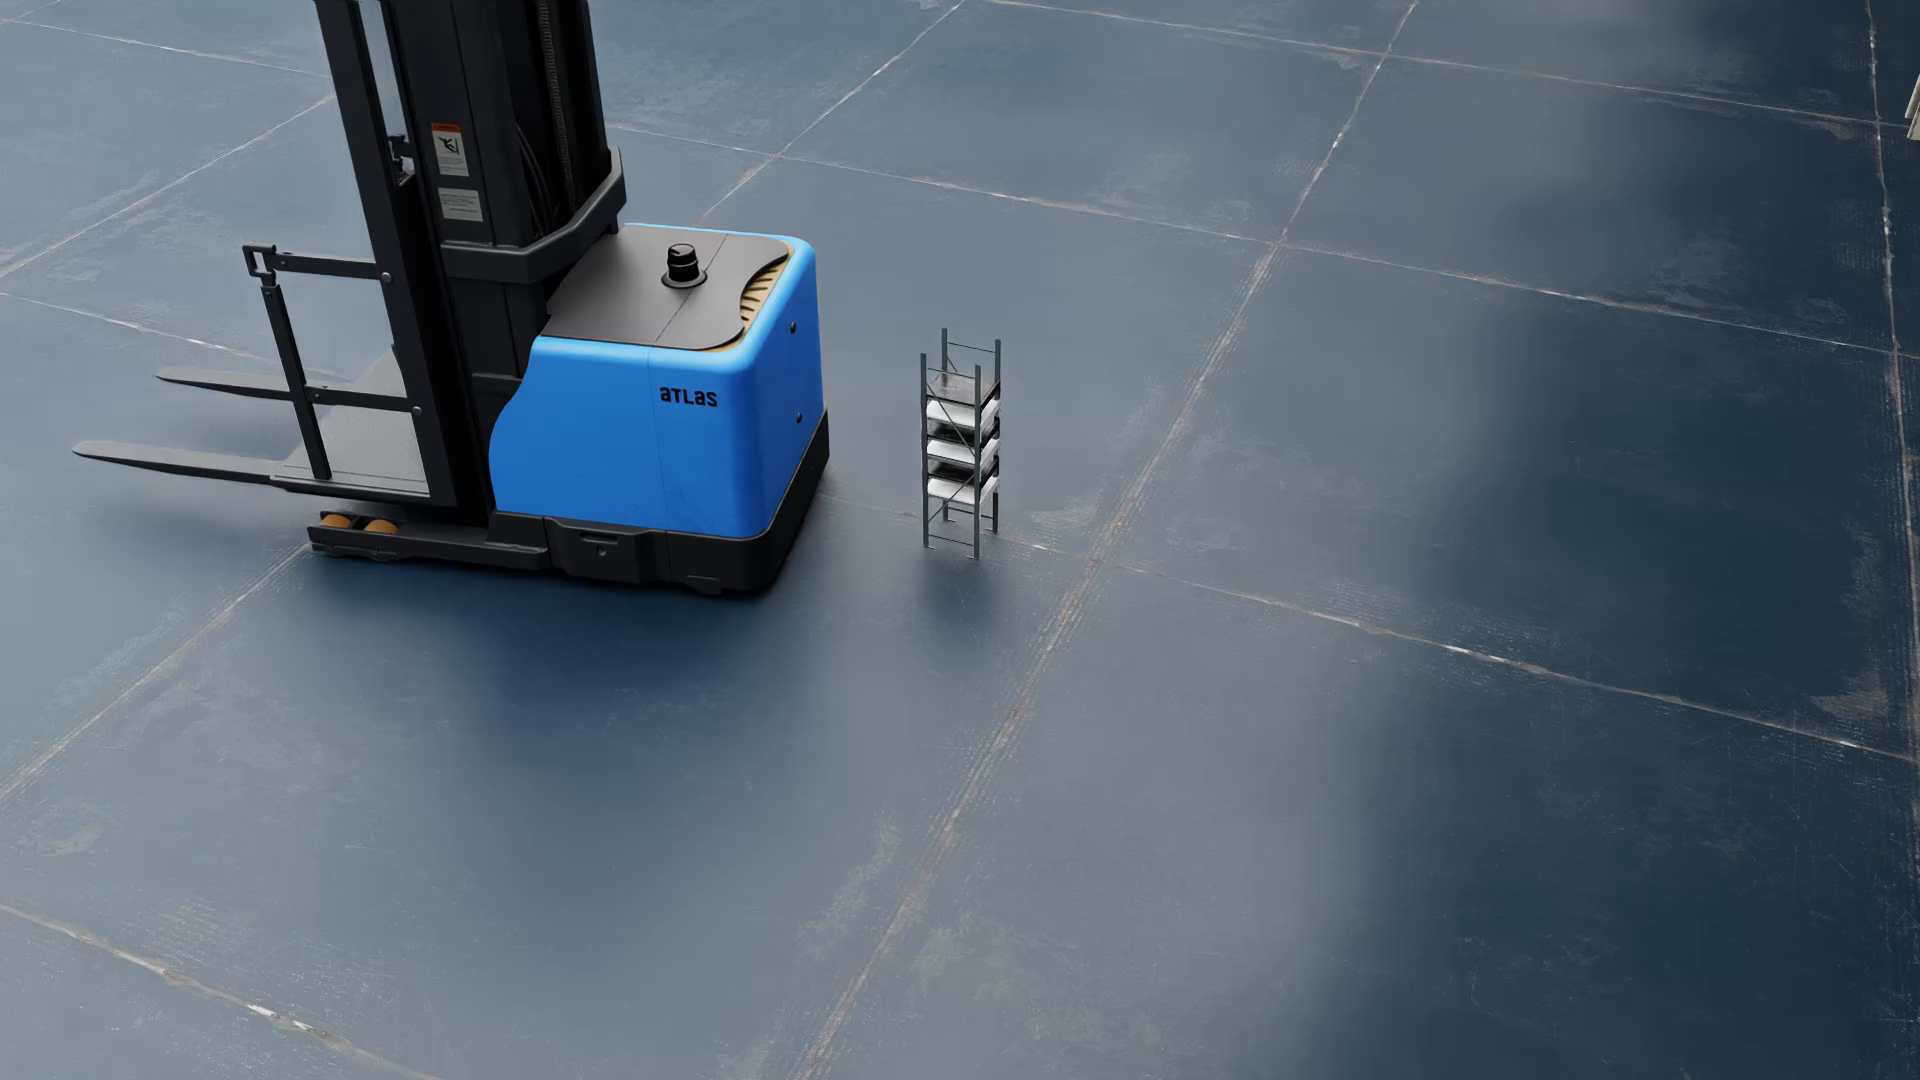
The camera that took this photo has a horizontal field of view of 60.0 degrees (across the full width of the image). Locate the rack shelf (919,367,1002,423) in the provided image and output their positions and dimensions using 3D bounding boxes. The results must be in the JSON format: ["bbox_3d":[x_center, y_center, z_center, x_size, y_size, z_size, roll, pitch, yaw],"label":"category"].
[{"bbox_3d":[0.003,-0.554,6.345,0.258,0.077,0.200,14,39,18],"label":"rack shelf"}]

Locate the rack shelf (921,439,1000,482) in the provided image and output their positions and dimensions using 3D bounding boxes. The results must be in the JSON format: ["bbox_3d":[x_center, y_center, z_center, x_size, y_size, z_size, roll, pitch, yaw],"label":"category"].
[{"bbox_3d":[0.003,-0.338,6.507,0.258,0.077,0.200,14,39,18],"label":"rack shelf"}]

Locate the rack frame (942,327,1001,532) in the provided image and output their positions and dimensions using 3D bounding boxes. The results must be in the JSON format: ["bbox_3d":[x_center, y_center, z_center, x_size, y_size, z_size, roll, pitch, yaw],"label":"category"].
[{"bbox_3d":[0.042,-0.421,6.562,0.240,0.900,0.006,14,39,18],"label":"rack frame"}]

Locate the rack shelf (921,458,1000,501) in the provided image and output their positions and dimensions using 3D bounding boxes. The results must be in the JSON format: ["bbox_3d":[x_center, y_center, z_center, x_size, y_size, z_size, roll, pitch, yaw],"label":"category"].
[{"bbox_3d":[0.003,-0.266,6.560,0.258,0.077,0.200,14,39,18],"label":"rack shelf"}]

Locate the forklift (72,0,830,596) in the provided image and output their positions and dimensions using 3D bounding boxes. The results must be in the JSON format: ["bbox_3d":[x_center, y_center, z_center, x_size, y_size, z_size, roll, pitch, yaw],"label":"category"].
[{"bbox_3d":[-2.125,-1.390,6.161,3.031,2.935,1.130,7,37,9],"label":"forklift"}]

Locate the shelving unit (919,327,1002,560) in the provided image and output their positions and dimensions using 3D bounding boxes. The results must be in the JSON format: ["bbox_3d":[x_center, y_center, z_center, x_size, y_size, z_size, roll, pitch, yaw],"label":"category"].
[{"bbox_3d":[0.003,-0.365,6.487,0.258,0.900,0.210,14,39,18],"label":"shelving unit"}]

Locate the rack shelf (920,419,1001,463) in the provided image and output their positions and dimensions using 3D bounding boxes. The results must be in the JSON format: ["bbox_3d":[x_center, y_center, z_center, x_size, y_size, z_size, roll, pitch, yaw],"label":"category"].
[{"bbox_3d":[0.003,-0.410,6.453,0.258,0.077,0.200,14,39,18],"label":"rack shelf"}]

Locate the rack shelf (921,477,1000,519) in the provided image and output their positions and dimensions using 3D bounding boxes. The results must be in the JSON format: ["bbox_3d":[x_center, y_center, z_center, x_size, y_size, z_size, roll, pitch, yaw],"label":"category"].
[{"bbox_3d":[0.003,-0.194,6.614,0.258,0.077,0.200,14,39,18],"label":"rack shelf"}]

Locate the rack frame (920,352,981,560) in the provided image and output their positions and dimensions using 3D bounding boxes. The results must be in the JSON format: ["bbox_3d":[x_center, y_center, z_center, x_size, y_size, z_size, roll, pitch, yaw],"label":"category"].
[{"bbox_3d":[-0.036,-0.309,6.411,0.240,0.900,0.006,14,39,18],"label":"rack frame"}]

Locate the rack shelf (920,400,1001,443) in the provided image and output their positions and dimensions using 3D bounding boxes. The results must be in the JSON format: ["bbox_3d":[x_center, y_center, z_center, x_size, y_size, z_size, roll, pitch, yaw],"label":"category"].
[{"bbox_3d":[0.003,-0.482,6.399,0.258,0.077,0.200,14,39,18],"label":"rack shelf"}]
